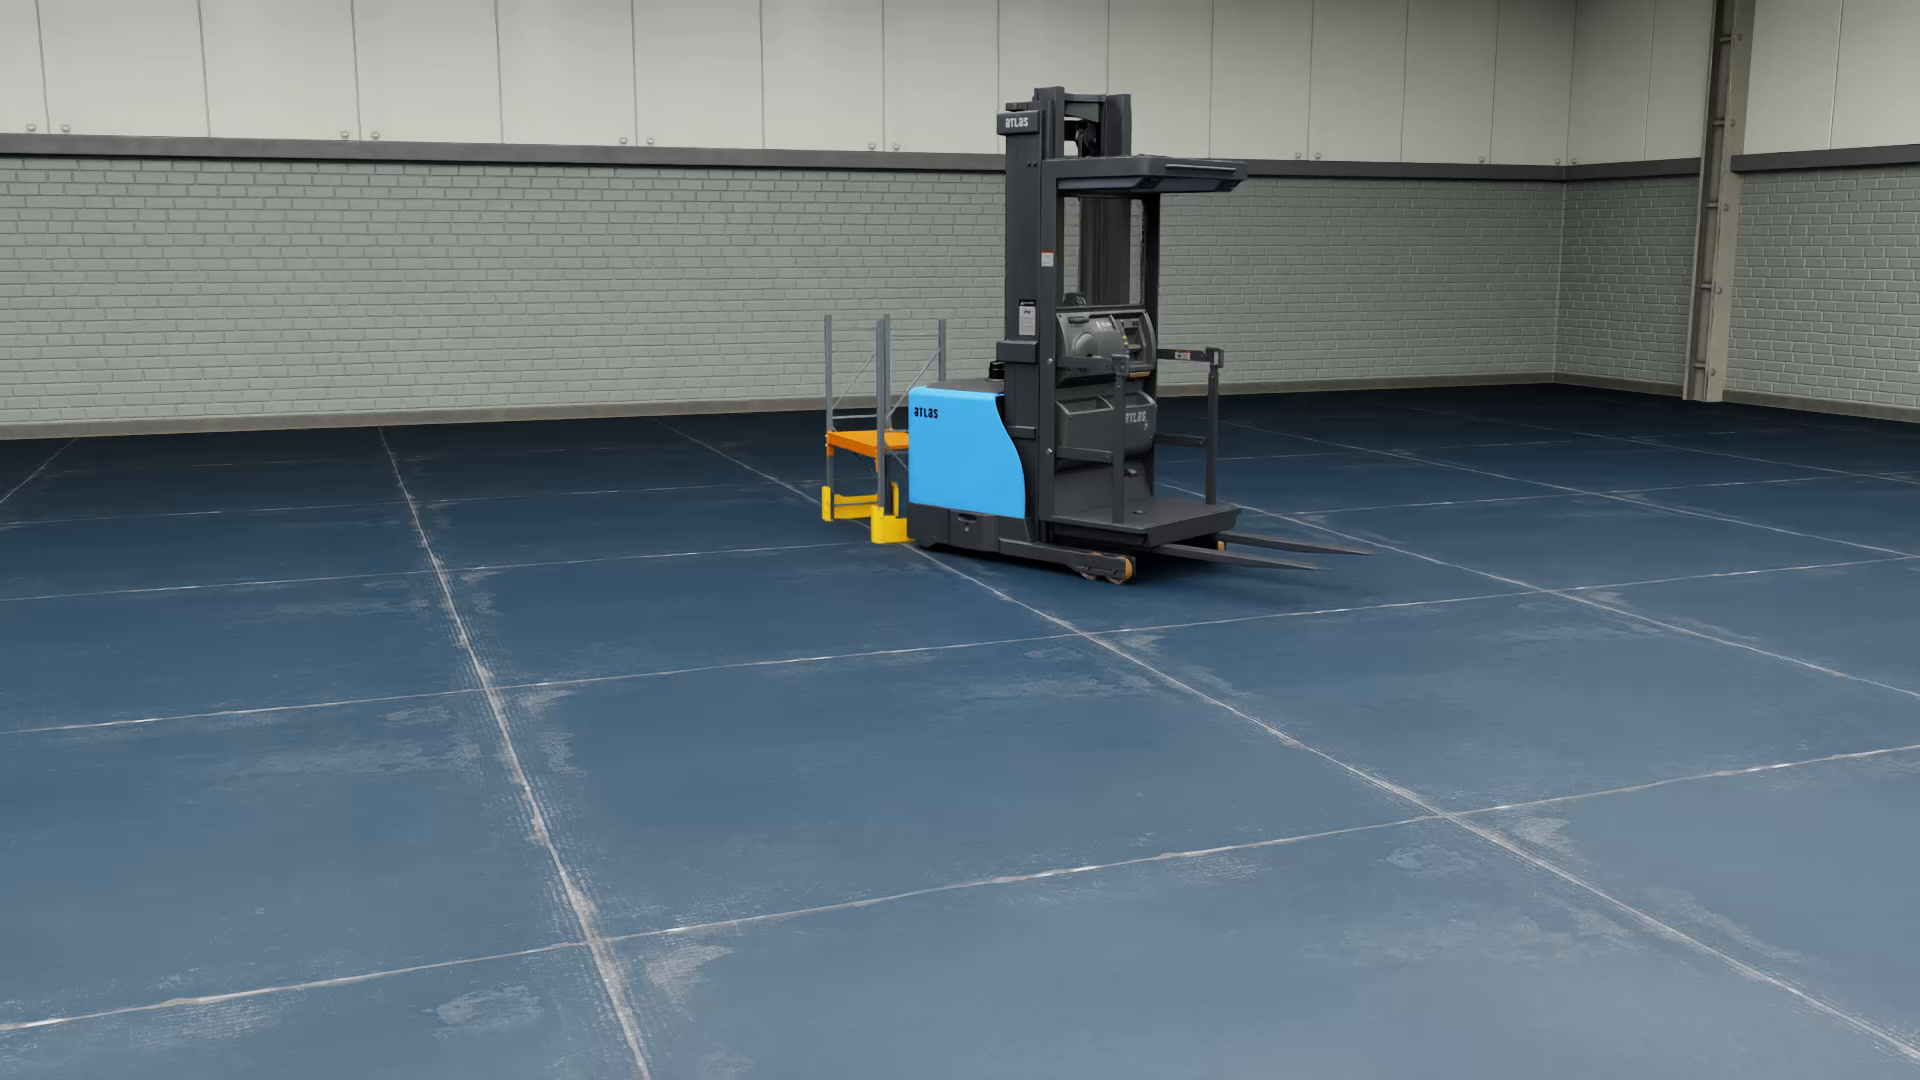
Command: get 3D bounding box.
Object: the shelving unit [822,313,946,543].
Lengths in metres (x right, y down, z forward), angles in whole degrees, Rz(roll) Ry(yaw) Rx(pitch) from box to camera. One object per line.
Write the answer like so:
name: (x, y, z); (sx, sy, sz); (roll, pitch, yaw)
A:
shelving unit: (-0.531, -0.823, 11.763); (0.587, 1.500, 1.083); (-5, 11, -24)

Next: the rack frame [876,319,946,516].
rack frame: (-0.326, -0.743, 11.315); (0.500, 1.500, 0.032); (-5, 11, -24)

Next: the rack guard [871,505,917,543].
rack guard: (-0.327, -0.128, 11.426); (0.587, 0.250, 0.087); (-5, 11, -24)

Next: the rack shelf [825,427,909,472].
rack shelf: (-0.535, -0.647, 11.803); (0.538, 0.185, 1.000); (-5, 11, -24)

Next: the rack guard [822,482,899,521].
rack guard: (-0.736, -0.287, 12.320); (0.587, 0.250, 0.087); (-5, 11, -24)

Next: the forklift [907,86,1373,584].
forklift: (1.076, -1.285, 10.273); (3.031, 2.935, 1.130); (9, 13, 41)

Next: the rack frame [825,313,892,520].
rack frame: (-0.744, -0.905, 12.228); (0.500, 1.500, 0.032); (-5, 11, -24)

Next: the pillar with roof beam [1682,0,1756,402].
pillar with roof beam: (5.649, -5.973, 19.302); (9.100, 9.000, 0.400); (-4, 11, -21)
